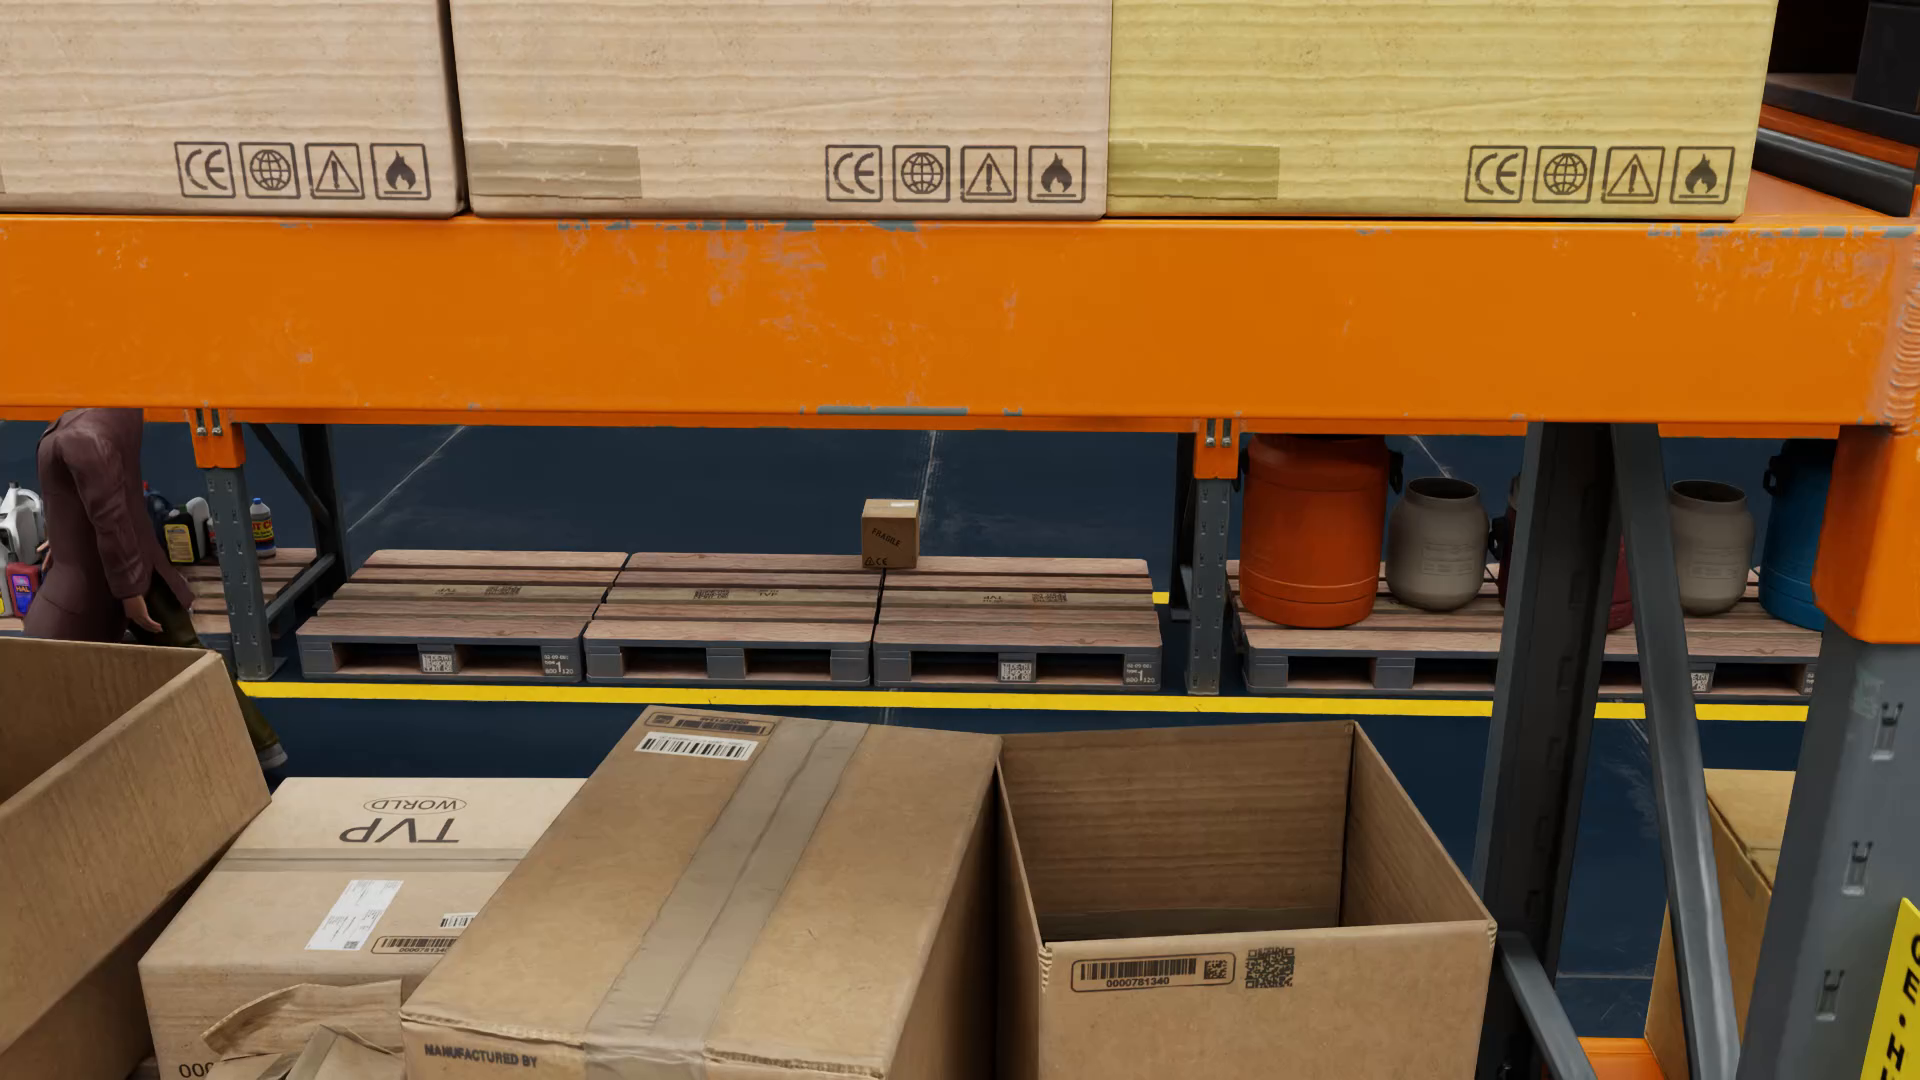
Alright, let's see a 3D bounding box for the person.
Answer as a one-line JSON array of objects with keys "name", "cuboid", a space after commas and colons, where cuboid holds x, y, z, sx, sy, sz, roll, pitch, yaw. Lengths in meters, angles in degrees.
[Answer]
[{"name": "person", "cuboid": [-3.064, 0.097, 5.825, 1.125, 1.722, 0.573, -2, 21, -4]}]
